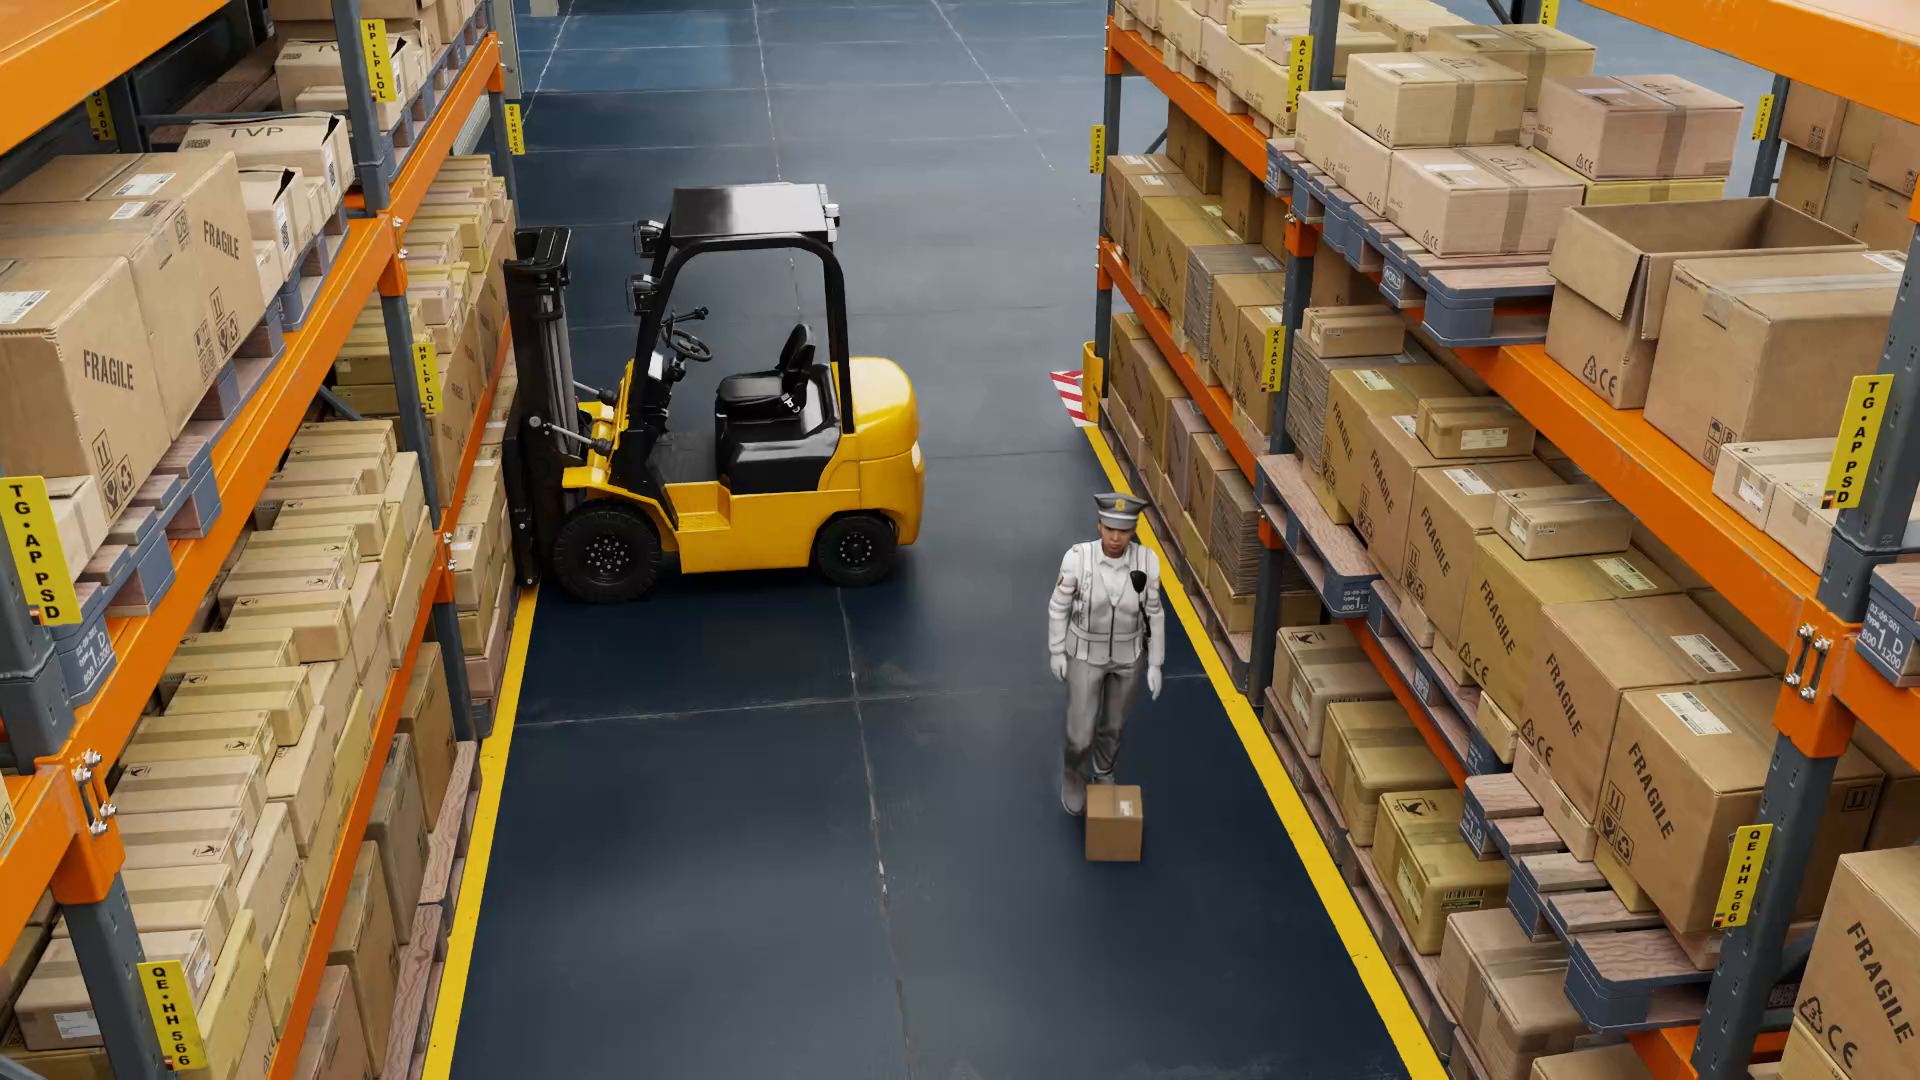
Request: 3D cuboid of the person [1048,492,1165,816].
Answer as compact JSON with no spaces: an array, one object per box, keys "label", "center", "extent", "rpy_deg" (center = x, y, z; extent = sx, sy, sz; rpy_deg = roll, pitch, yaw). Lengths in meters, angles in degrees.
[{"label":"person","center":[0.659,0.524,7.543],"extent":[0.513,1.702,0.410],"rpy_deg":[-2,27,-5]}]
